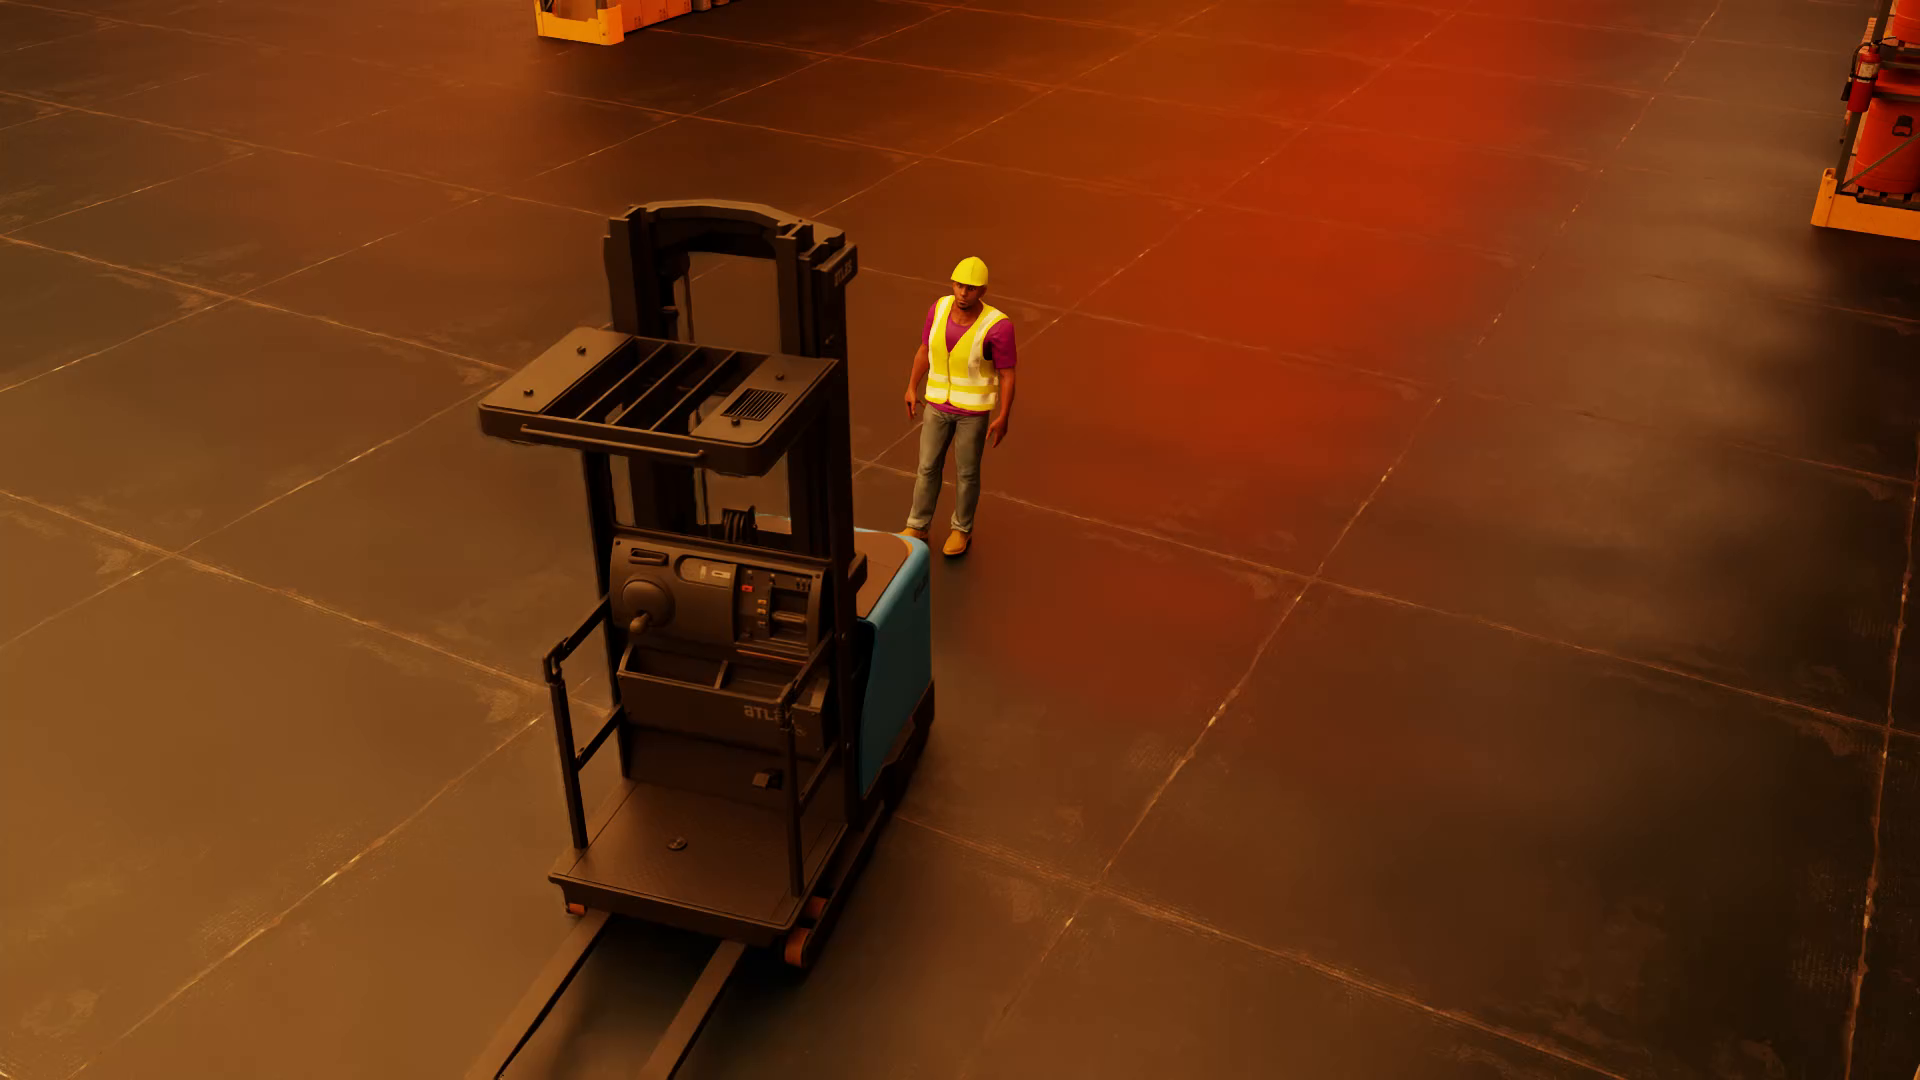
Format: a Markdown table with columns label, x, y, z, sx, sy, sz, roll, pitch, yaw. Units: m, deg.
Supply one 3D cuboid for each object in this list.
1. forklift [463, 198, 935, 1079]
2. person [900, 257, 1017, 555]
| label | x | y | z | sx | sy | sz | roll | pitch | yaw |
| --- | --- | --- | --- | --- | --- | --- | --- | --- | --- |
| forklift | -1.055 | 0.282 | 6.582 | 1.130 | 2.935 | 3.031 | 9 | 31 | 15 |
| person | -0.038 | -0.742 | 9.507 | 0.666 | 1.768 | 0.575 | 15 | 33 | 25 |
